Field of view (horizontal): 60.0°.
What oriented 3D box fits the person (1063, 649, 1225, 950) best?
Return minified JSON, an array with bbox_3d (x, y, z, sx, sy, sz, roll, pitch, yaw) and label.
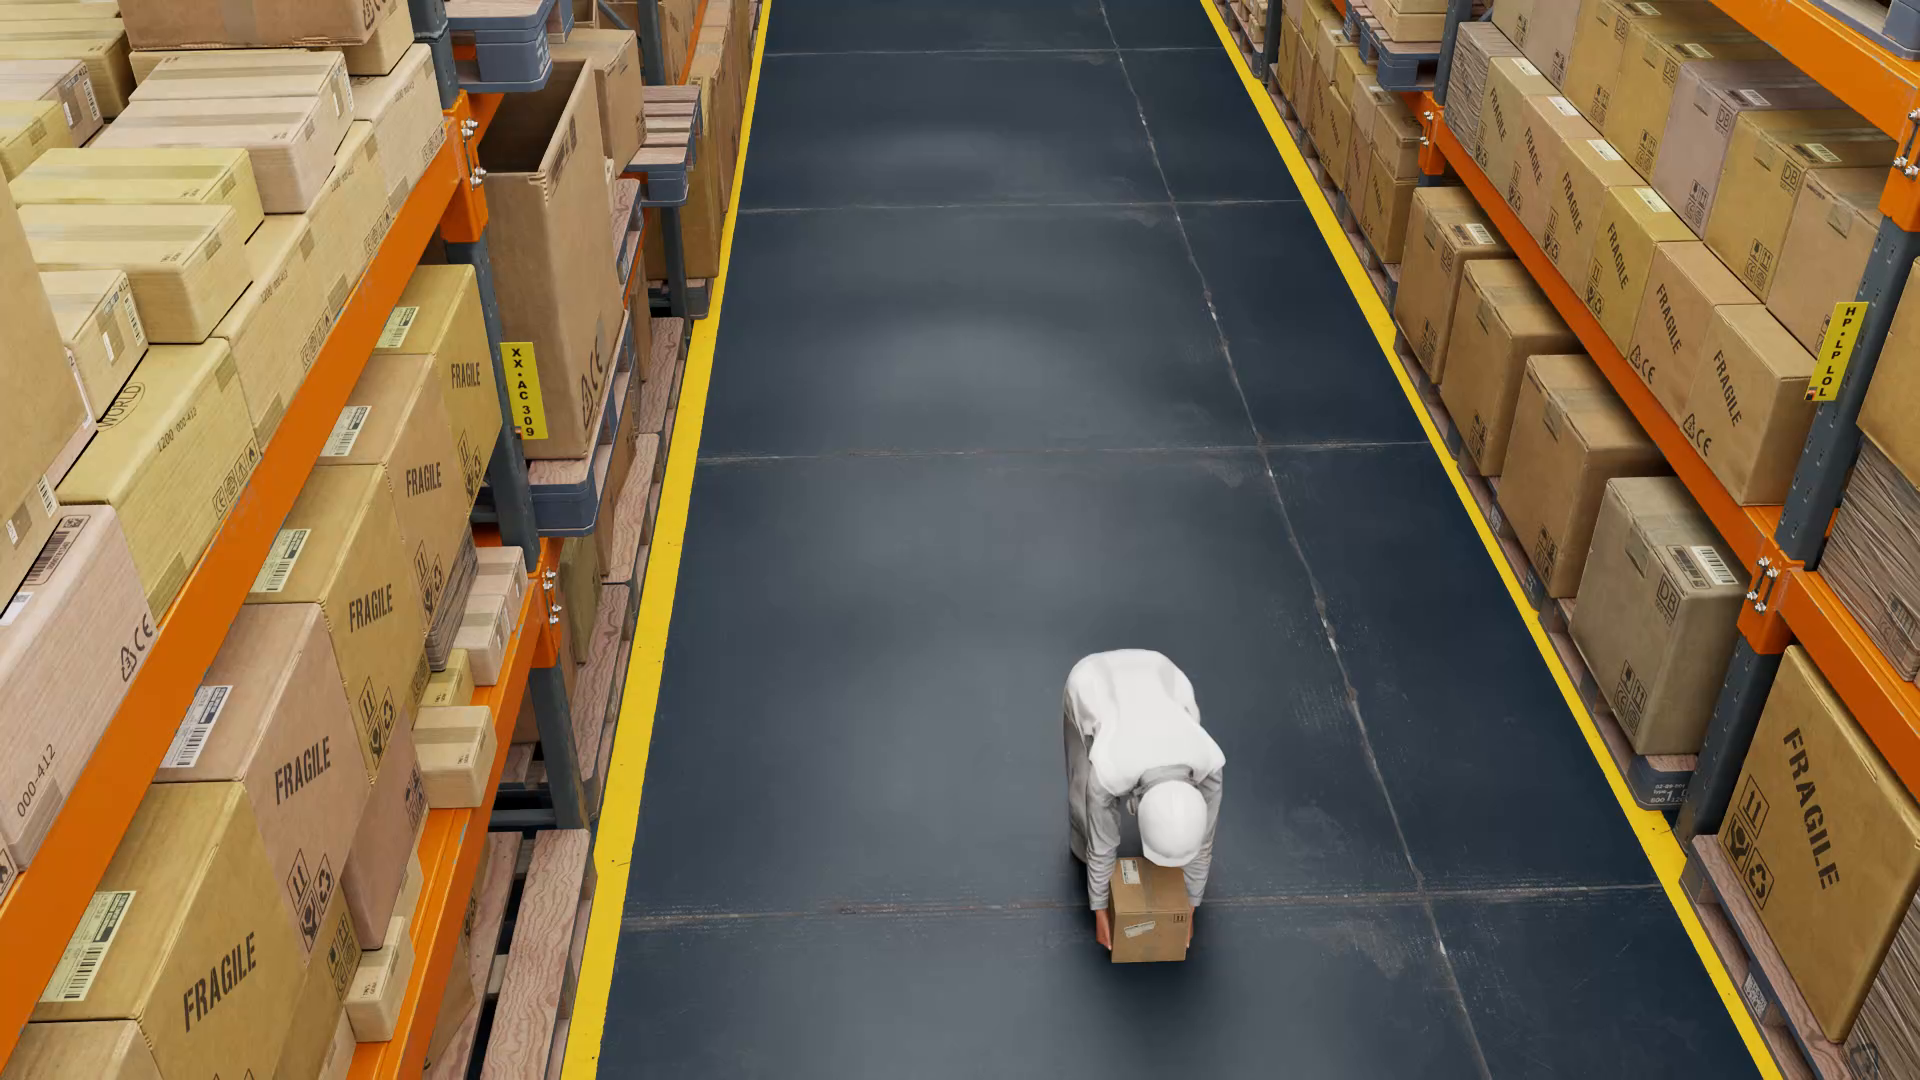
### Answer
[{"bbox_3d":[0.625,0.880,5.741,0.506,0.804,0.997,-2,35,-3],"label":"person"}]
